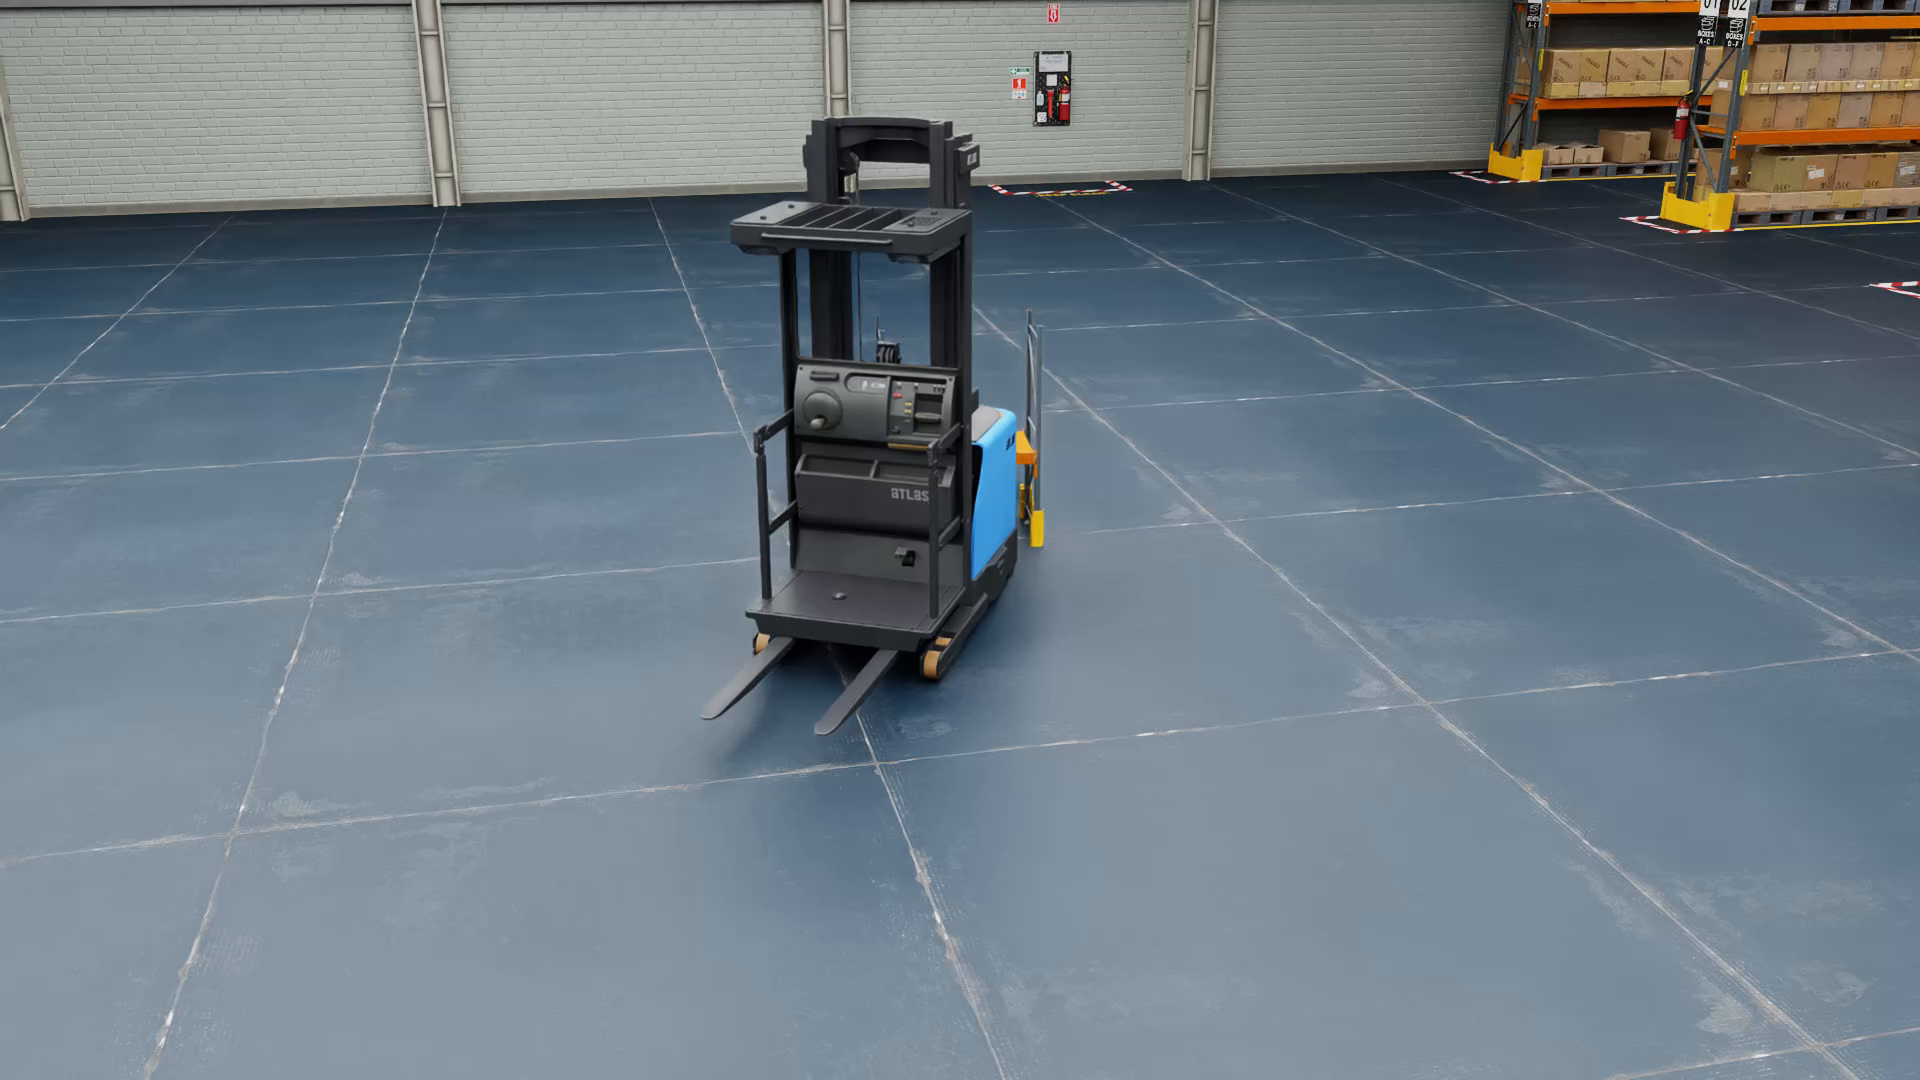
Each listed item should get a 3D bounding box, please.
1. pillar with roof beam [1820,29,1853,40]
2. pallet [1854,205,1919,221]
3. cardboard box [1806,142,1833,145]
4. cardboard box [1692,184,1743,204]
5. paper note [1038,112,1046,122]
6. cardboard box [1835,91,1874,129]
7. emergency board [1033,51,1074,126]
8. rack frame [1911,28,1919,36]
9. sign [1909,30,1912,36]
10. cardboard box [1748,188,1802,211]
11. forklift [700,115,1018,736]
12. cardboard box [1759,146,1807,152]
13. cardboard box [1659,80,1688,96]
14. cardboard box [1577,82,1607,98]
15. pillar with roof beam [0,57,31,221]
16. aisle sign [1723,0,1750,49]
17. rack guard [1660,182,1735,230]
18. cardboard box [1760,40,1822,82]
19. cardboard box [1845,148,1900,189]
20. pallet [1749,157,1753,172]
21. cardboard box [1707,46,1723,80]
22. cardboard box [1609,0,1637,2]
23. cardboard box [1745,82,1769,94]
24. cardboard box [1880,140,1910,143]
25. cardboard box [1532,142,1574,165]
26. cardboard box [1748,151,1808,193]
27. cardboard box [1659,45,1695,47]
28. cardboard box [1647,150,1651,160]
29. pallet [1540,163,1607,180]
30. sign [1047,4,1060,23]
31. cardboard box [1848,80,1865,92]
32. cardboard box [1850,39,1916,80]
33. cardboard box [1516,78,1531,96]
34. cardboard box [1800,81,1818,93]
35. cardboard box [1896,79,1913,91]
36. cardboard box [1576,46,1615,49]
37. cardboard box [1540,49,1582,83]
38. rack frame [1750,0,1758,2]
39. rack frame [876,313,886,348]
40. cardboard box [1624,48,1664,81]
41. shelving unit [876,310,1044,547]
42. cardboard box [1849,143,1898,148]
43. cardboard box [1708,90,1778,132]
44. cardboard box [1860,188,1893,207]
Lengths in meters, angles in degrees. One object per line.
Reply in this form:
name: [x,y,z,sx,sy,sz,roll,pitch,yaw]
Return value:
pillar with roof beam: [16.598,-9.755,24.862,0.400,9.000,9.100,-5,21,-12]
pallet: [13.539,-4.860,24.274,1.213,0.211,1.003,-5,21,-12]
cardboard box: [14.888,-7.057,29.213,0.500,0.500,0.700,-4,21,-12]
cardboard box: [10.883,-4.949,23.850,0.500,0.250,0.500,-5,21,-12]
paper note: [1.327,-6.842,26.912,0.142,0.148,0.016,-5,21,-12]
cardboard box: [12.393,-6.104,23.472,0.500,0.500,0.700,-4,21,-11]
emergency board: [1.515,-7.246,26.735,0.643,1.169,0.194,-5,21,-12]
rack frame: [17.071,-8.192,29.318,0.127,3.000,1.000,-5,21,-12]
sign: [16.940,-8.921,29.625,0.005,0.325,0.100,-5,21,-12]
cardboard box: [11.488,-4.816,23.488,0.500,0.250,0.500,-5,21,-12]
forklift: [-0.540,-0.751,9.103,1.130,2.935,3.031,6,21,16]
cardboard box: [11.853,-5.386,23.952,0.500,0.500,0.500,-5,21,-12]
cardboard box: [11.815,-7.594,27.874,0.500,0.250,0.500,-5,21,-13]
cardboard box: [10.336,-7.476,27.552,0.500,0.250,0.500,-5,21,-14]
pillar with roof beam: [-12.597,-7.380,18.379,0.400,9.000,9.100,-5,21,-12]
aisle sign: [10.436,-7.014,22.322,0.004,0.787,0.394,-5,21,-12]
rack guard: [10.406,-4.726,23.488,0.348,0.500,1.175,-5,21,-12]
cardboard box: [11.449,-6.638,23.042,0.500,0.500,0.700,-5,21,-14]
cardboard box: [12.946,-5.290,23.691,0.500,0.500,0.500,-5,21,-12]
pallet: [13.936,-6.628,29.103,1.213,0.211,1.003,-5,21,-12]
cardboard box: [12.790,-8.026,27.962,0.500,0.500,0.500,-5,21,-13]
cardboard box: [10.704,-9.040,27.096,0.500,0.500,0.500,-4,20,-10]
cardboard box: [10.861,-6.212,22.823,0.250,0.149,0.380,-5,21,-13]
cardboard box: [16.383,-7.151,29.469,0.500,0.500,0.700,-4,21,-12]
cardboard box: [9.980,-6.528,28.043,0.500,0.311,0.500,-7,21,-19]
cardboard box: [11.489,-5.168,23.357,0.500,0.500,0.500,-5,21,-12]
cardboard box: [12.169,-8.160,28.328,0.500,0.500,0.500,-5,21,-13]
cardboard box: [11.618,-6.624,28.541,0.250,0.149,0.380,-6,21,-17]
pallet: [10.159,-6.308,28.228,1.213,0.211,1.003,-5,21,-12]
sign: [1.485,-8.367,26.426,0.199,0.298,0.001,-5,21,-12]
cardboard box: [12.357,-6.333,23.154,0.250,0.149,0.380,-4,21,-12]
cardboard box: [12.913,-6.757,23.368,0.500,0.500,0.700,-5,21,-12]
cardboard box: [9.696,-7.600,27.890,0.500,0.250,0.500,-4,21,-12]
cardboard box: [11.606,-6.272,22.987,0.250,0.149,0.380,-5,21,-13]
cardboard box: [13.116,-6.396,23.326,0.250,0.149,0.380,-5,21,-13]
cardboard box: [10.690,-8.038,27.994,0.500,0.500,0.500,-5,21,-14]
cardboard box: [9.820,-7.787,27.311,0.500,0.500,0.500,-5,21,-12]
rack frame: [10.430,-8.718,22.031,0.127,3.000,1.000,-5,21,-12]
rack frame: [-0.518,-0.723,11.107,0.032,1.500,0.500,-2,20,-6]
cardboard box: [11.307,-7.907,27.637,0.500,0.500,0.500,-4,20,-11]
shelving unit: [-0.004,-0.742,11.159,1.083,1.500,0.587,-2,20,-6]
cardboard box: [13.314,-5.502,24.270,0.500,0.500,0.500,-5,21,-12]
cardboard box: [10.887,-5.981,23.135,0.500,0.500,0.700,-5,21,-12]
cardboard box: [12.949,-4.933,23.808,0.500,0.250,0.500,-5,21,-12]
